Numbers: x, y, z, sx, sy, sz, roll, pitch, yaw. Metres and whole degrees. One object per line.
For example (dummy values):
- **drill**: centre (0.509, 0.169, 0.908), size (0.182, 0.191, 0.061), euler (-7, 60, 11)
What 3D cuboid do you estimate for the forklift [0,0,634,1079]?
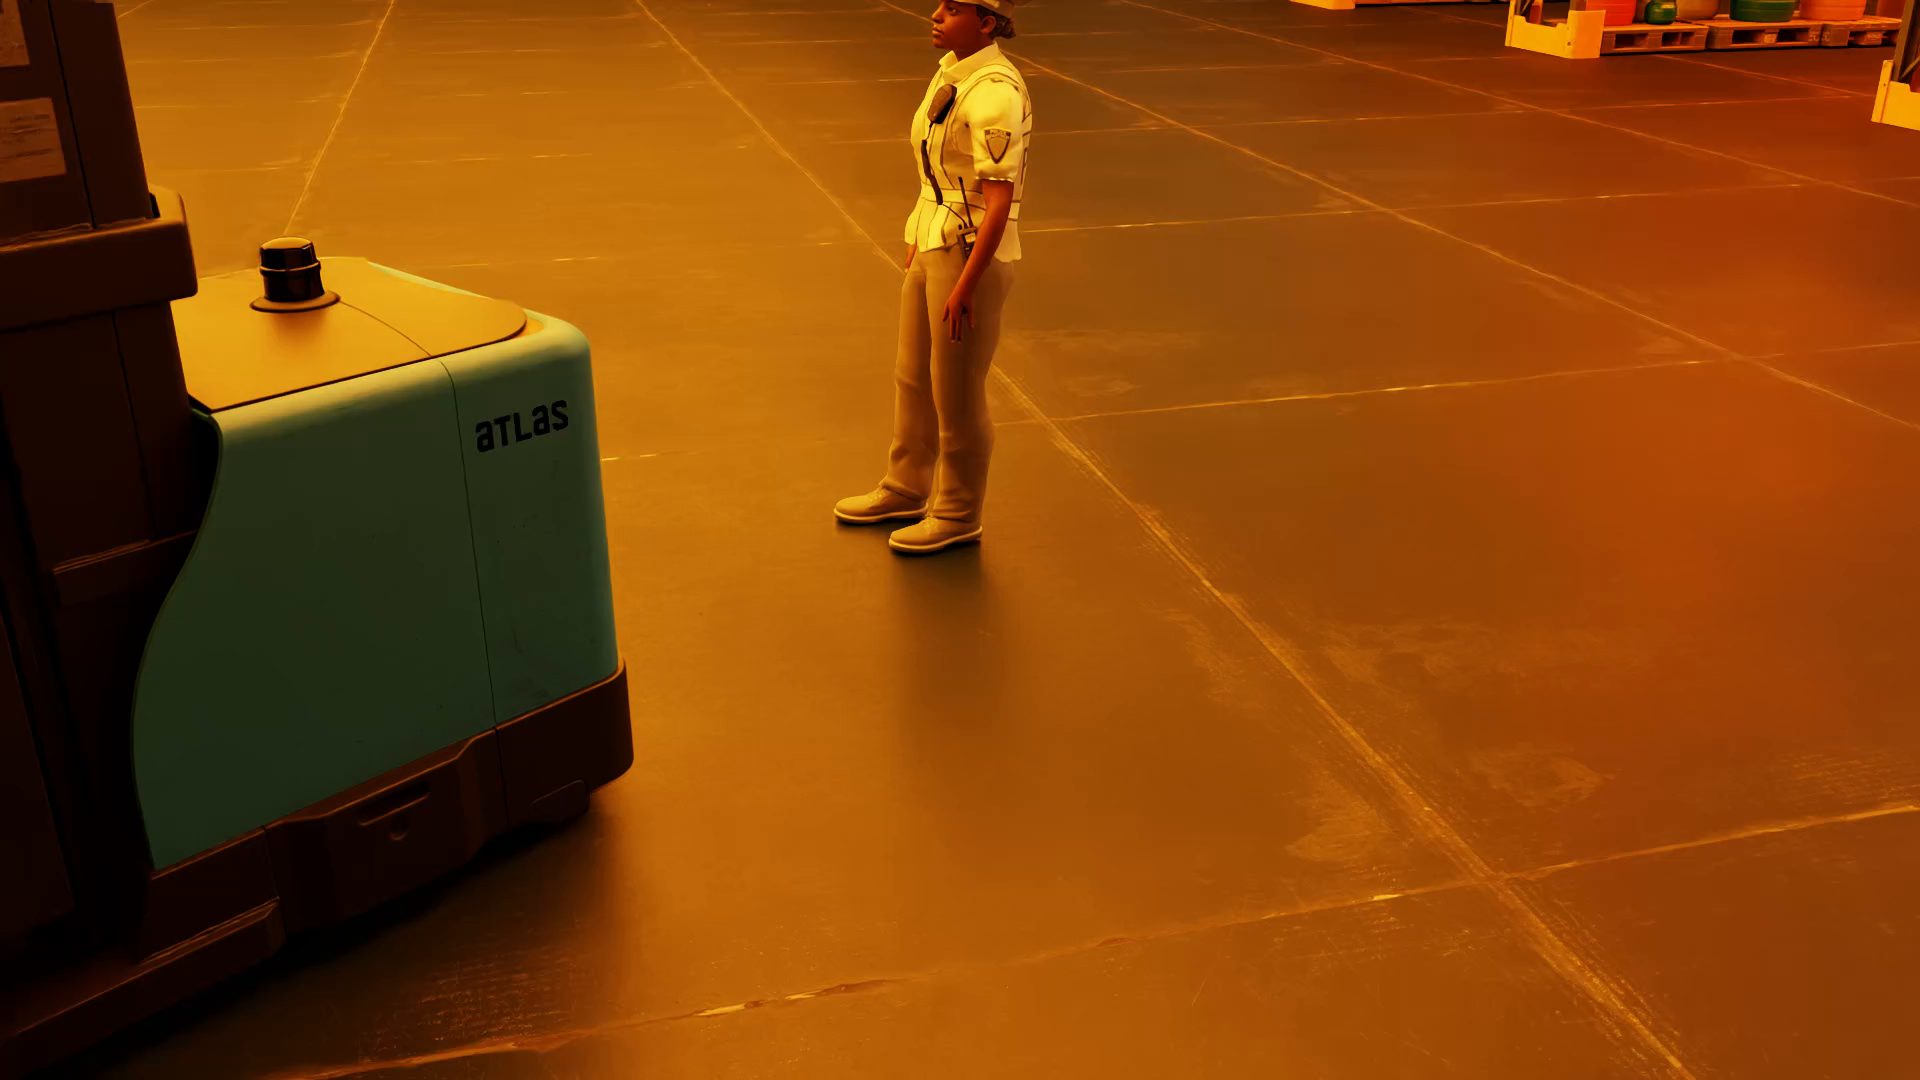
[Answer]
- **forklift**: centre (-2.086, -0.485, 2.450), size (1.130, 2.935, 3.031), euler (19, 30, 38)

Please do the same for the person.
- **person**: centre (-0.077, -0.786, 4.718), size (0.530, 1.694, 0.569), euler (-6, 24, -14)
